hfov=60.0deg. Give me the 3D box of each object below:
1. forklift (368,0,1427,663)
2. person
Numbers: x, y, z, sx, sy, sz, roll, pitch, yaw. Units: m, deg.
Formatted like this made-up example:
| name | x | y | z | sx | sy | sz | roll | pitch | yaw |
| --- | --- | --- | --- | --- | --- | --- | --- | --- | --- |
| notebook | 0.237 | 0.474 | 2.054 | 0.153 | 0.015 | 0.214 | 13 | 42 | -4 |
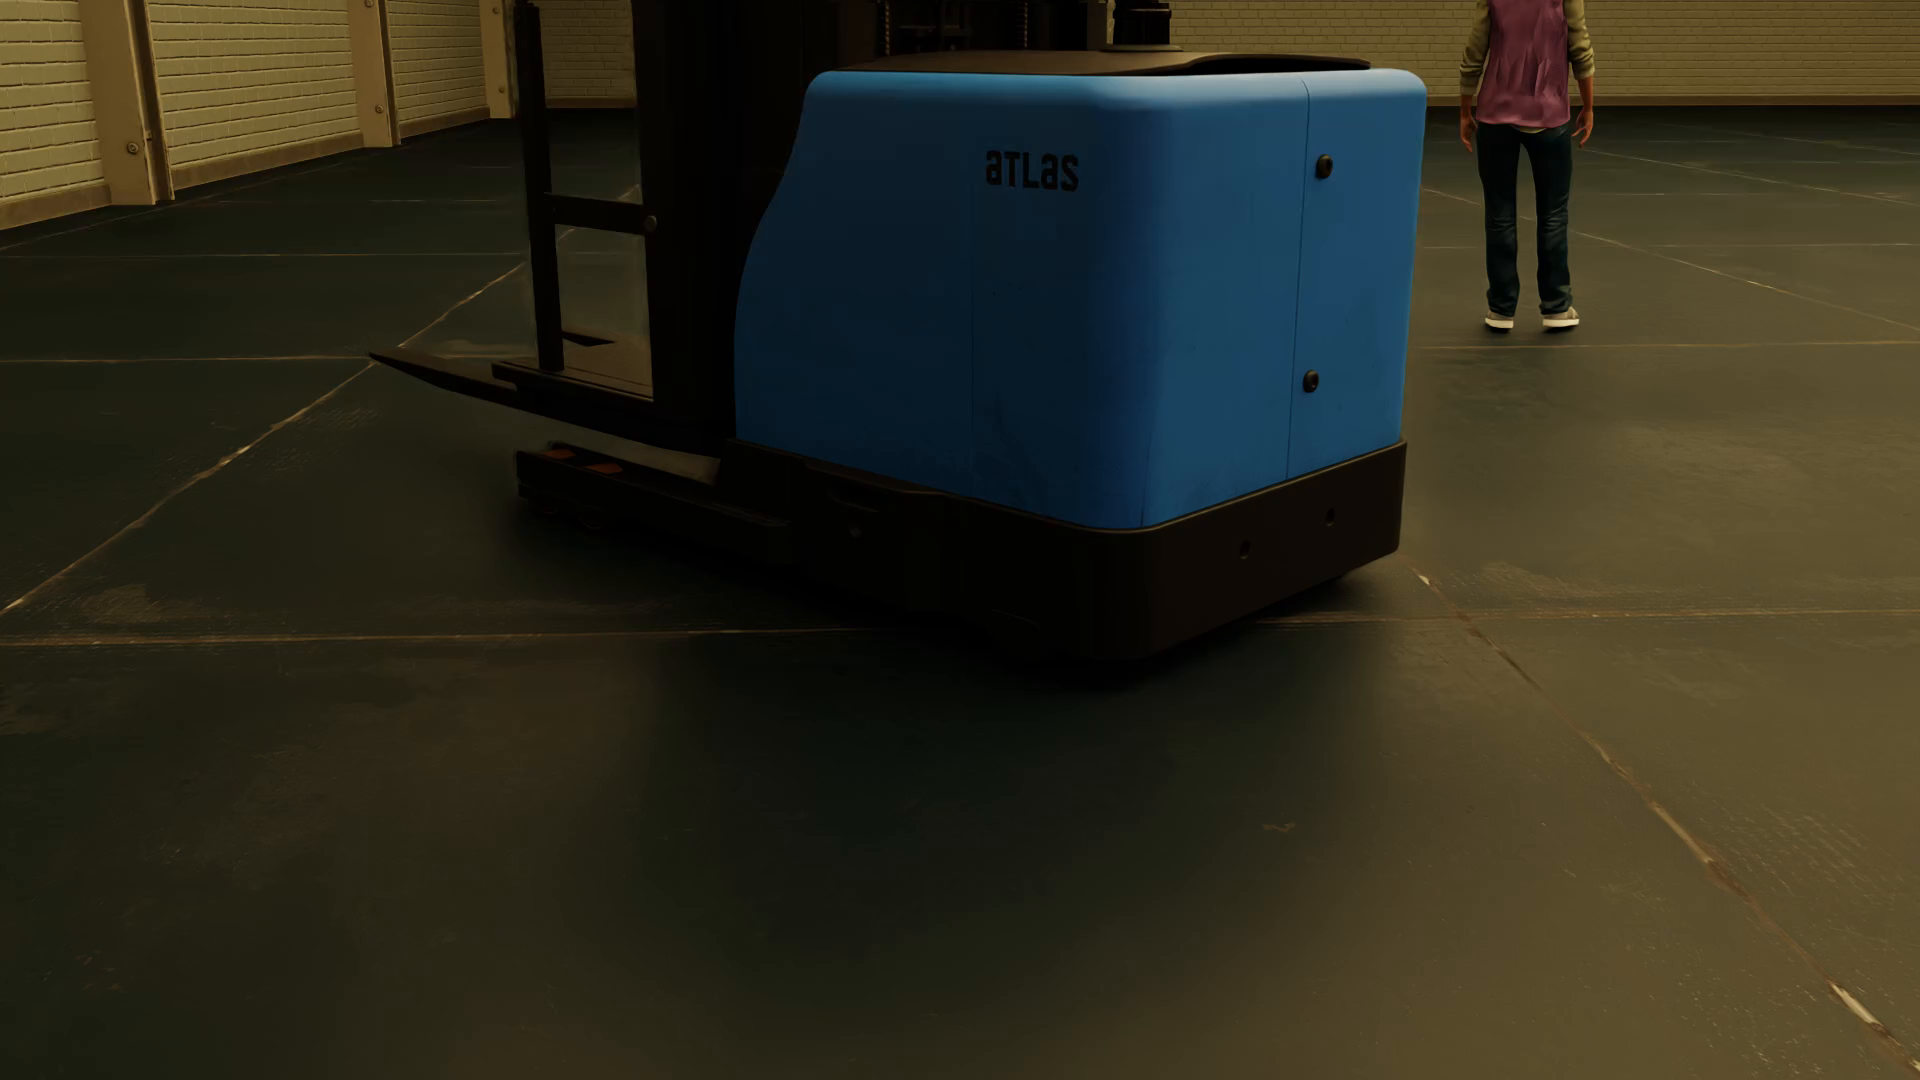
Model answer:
| name | x | y | z | sx | sy | sz | roll | pitch | yaw |
| --- | --- | --- | --- | --- | --- | --- | --- | --- | --- |
| forklift | -0.456 | -1.521 | 3.878 | 3.031 | 2.935 | 1.130 | 16 | 23 | 41 |
| person | 2.204 | -1.619 | 6.462 | 0.515 | 1.600 | 0.470 | 8 | 19 | 23 |
